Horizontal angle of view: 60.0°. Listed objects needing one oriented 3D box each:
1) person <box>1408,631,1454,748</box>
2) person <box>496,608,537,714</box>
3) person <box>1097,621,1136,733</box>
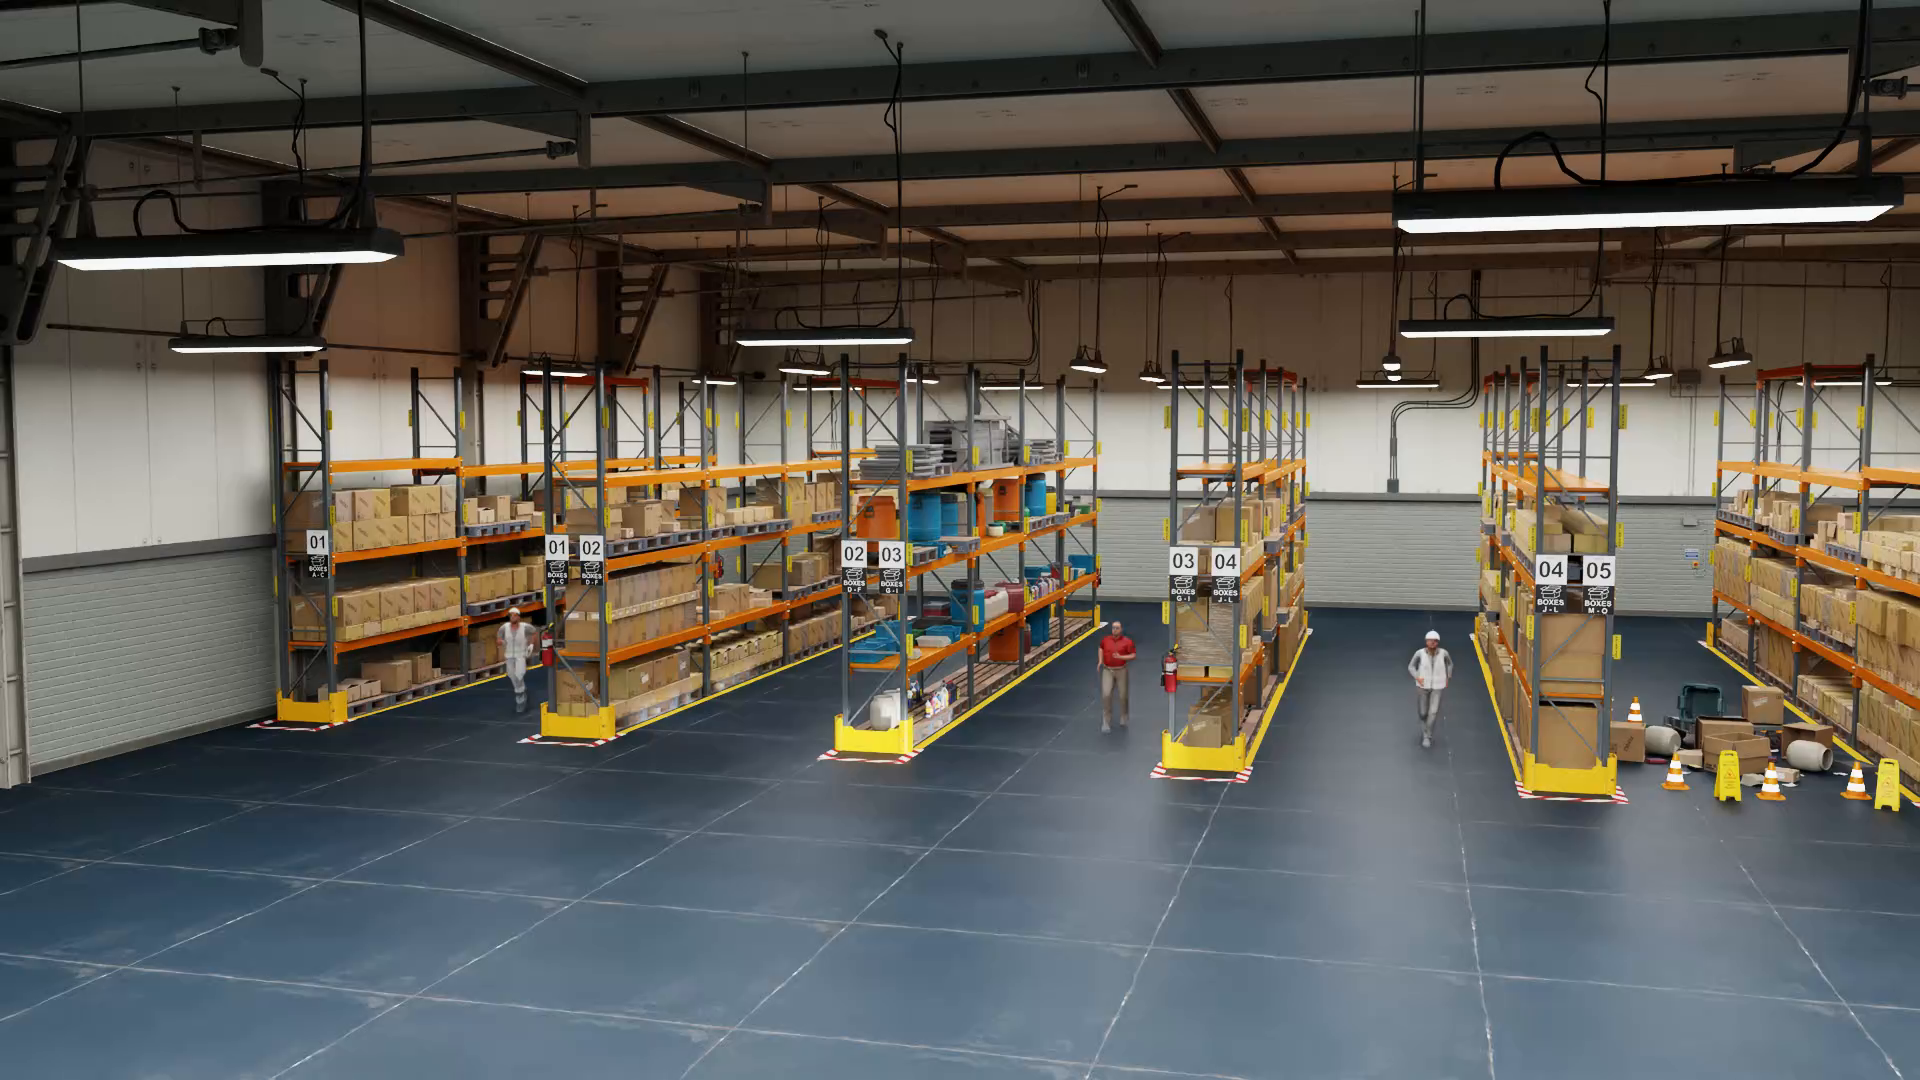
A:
[{"bbox_3d":[7.315,2.281,25.836,0.683,1.765,0.895,1,4,13],"label":"person"},{"bbox_3d":[-7.650,2.062,28.660,0.631,1.823,0.825,0,4,3],"label":"person"},{"bbox_3d":[2.527,2.182,26.913,0.653,1.748,0.921,1,4,16],"label":"person"}]
